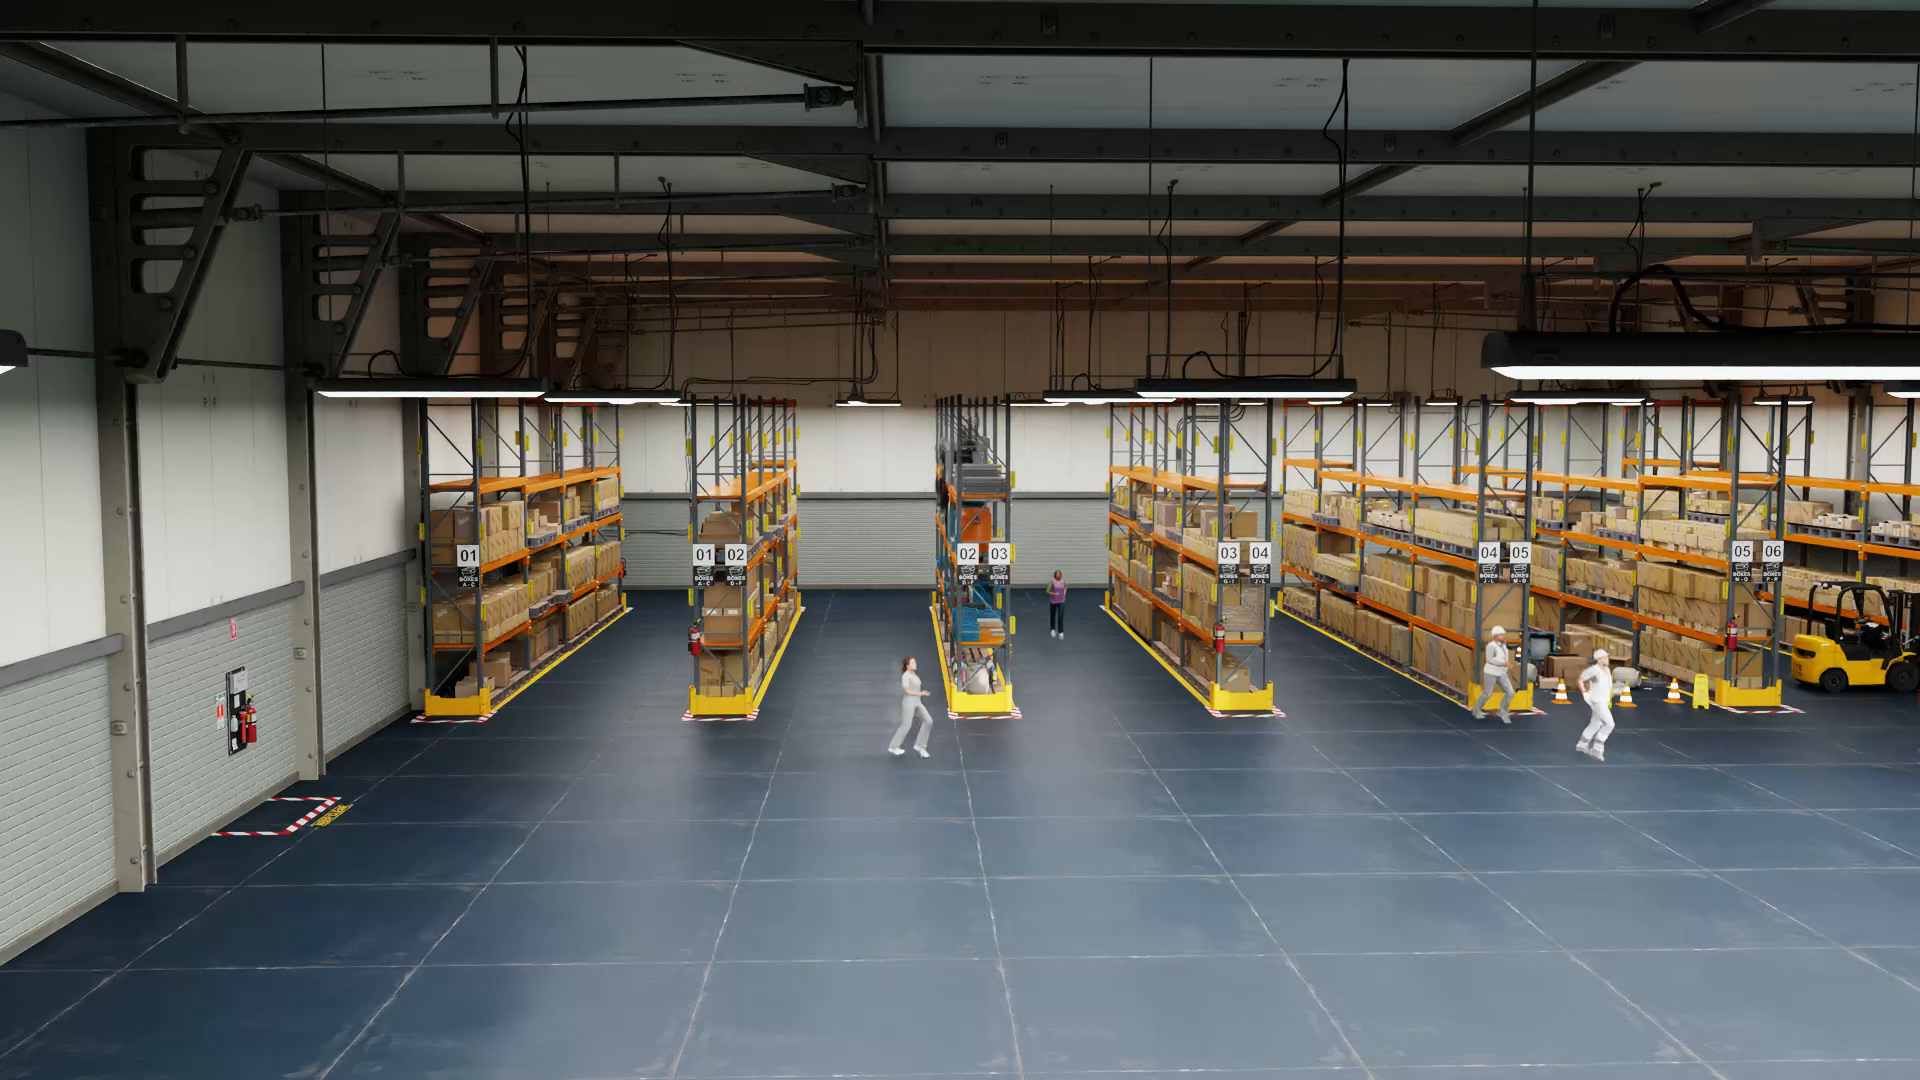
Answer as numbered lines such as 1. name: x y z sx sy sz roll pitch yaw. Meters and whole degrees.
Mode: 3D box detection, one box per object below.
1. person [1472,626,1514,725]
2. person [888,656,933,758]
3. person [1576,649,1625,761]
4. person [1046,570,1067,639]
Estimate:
1. person: 9.770 2.454 30.304 0.665 1.800 0.835 -3 6 -36
2. person: -0.801 2.743 27.358 0.753 1.688 0.570 2 5 24
3. person: 10.502 2.704 27.283 0.717 1.838 0.627 4 6 41
4. person: 2.309 1.505 39.455 0.536 1.618 0.730 -1 5 -9
